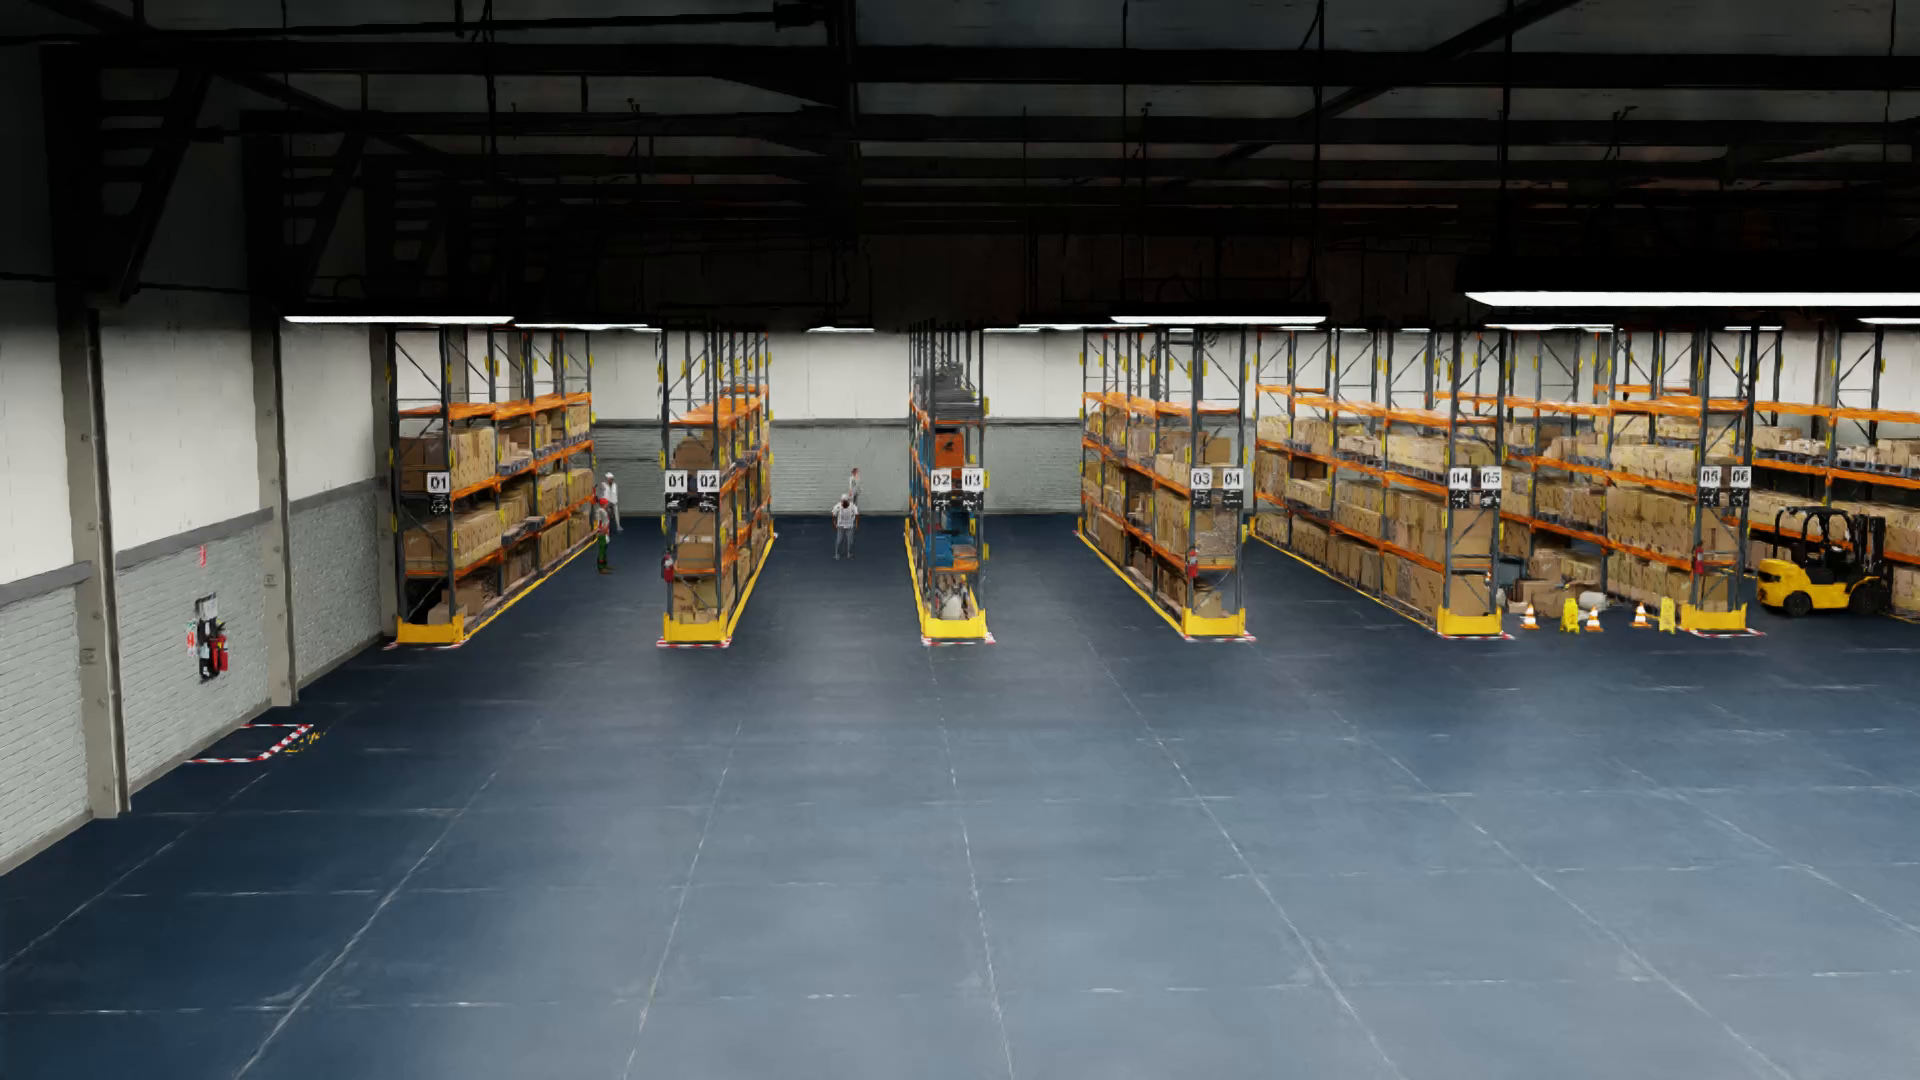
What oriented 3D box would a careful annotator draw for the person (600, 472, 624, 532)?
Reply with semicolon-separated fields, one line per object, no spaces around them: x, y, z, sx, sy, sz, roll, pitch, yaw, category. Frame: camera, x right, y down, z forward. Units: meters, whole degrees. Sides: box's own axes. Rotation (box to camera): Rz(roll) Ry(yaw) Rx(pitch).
-10.194;-1.100;48.261;0.584;1.747;0.930;-4;8;-30;person

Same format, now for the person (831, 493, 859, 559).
-2.928;-0.352;42.393;0.719;1.714;0.578;-1;7;-5;person

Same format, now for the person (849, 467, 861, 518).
-3.394;-1.471;51.871;0.471;1.588;0.585;6;10;42;person

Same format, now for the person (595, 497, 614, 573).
-8.565;-0.138;40.129;0.468;1.794;0.625;-3;8;-26;person
